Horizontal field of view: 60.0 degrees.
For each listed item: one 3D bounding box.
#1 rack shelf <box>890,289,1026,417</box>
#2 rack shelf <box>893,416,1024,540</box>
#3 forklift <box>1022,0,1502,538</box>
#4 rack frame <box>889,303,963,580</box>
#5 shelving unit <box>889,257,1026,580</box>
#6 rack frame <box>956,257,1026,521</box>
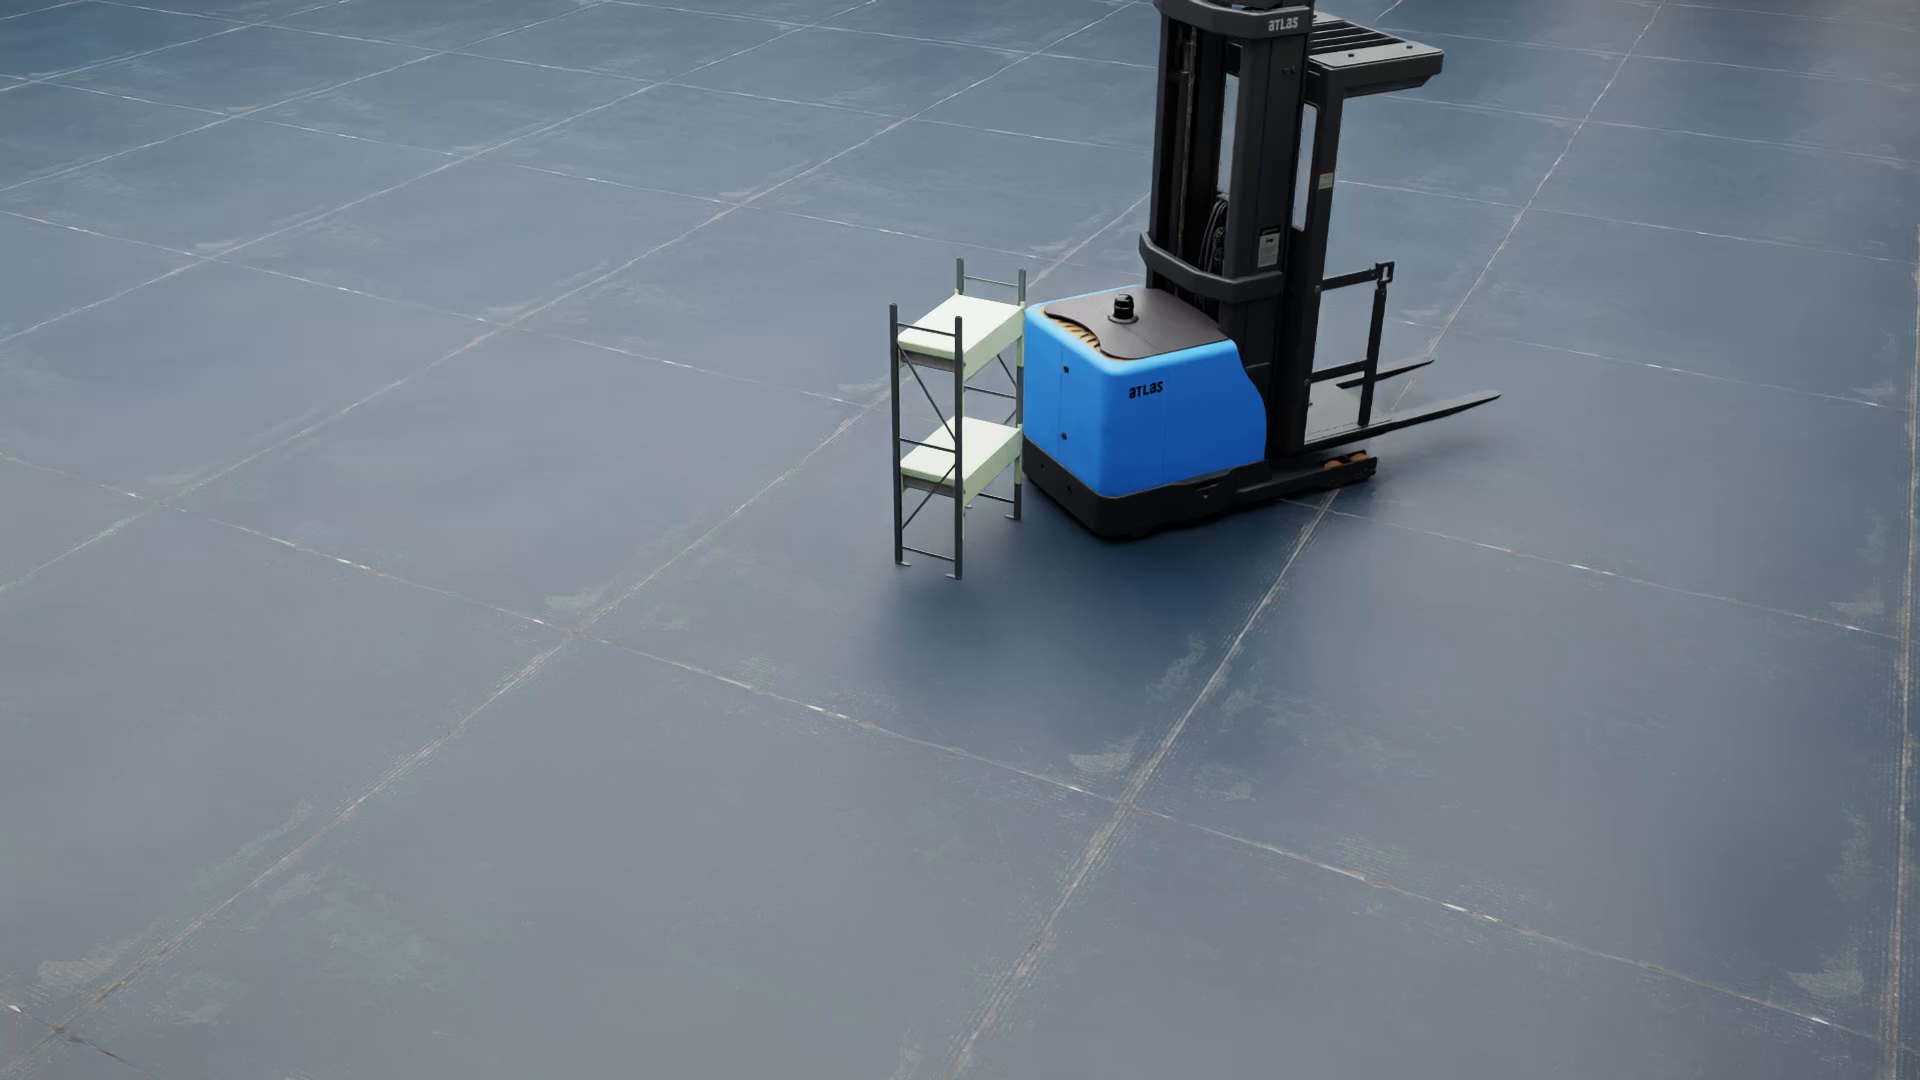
[{"bbox_3d":[-0.003,-0.986,8.677,0.431,0.370,0.720,14,33,23],"label":"rack shelf"},{"bbox_3d":[-0.003,-0.365,9.034,0.431,0.370,0.720,14,33,23],"label":"rack shelf"},{"bbox_3d":[1.889,-1.788,9.421,3.031,2.935,1.130,-14,33,-24],"label":"forklift"},{"bbox_3d":[-0.170,-0.485,8.589,0.400,1.500,0.023,14,33,23],"label":"rack frame"},{"bbox_3d":[-0.003,-0.647,8.871,0.431,1.500,0.755,14,33,23],"label":"shelving unit"},{"bbox_3d":[0.164,-0.810,9.154,0.400,1.500,0.023,14,33,23],"label":"rack frame"}]
